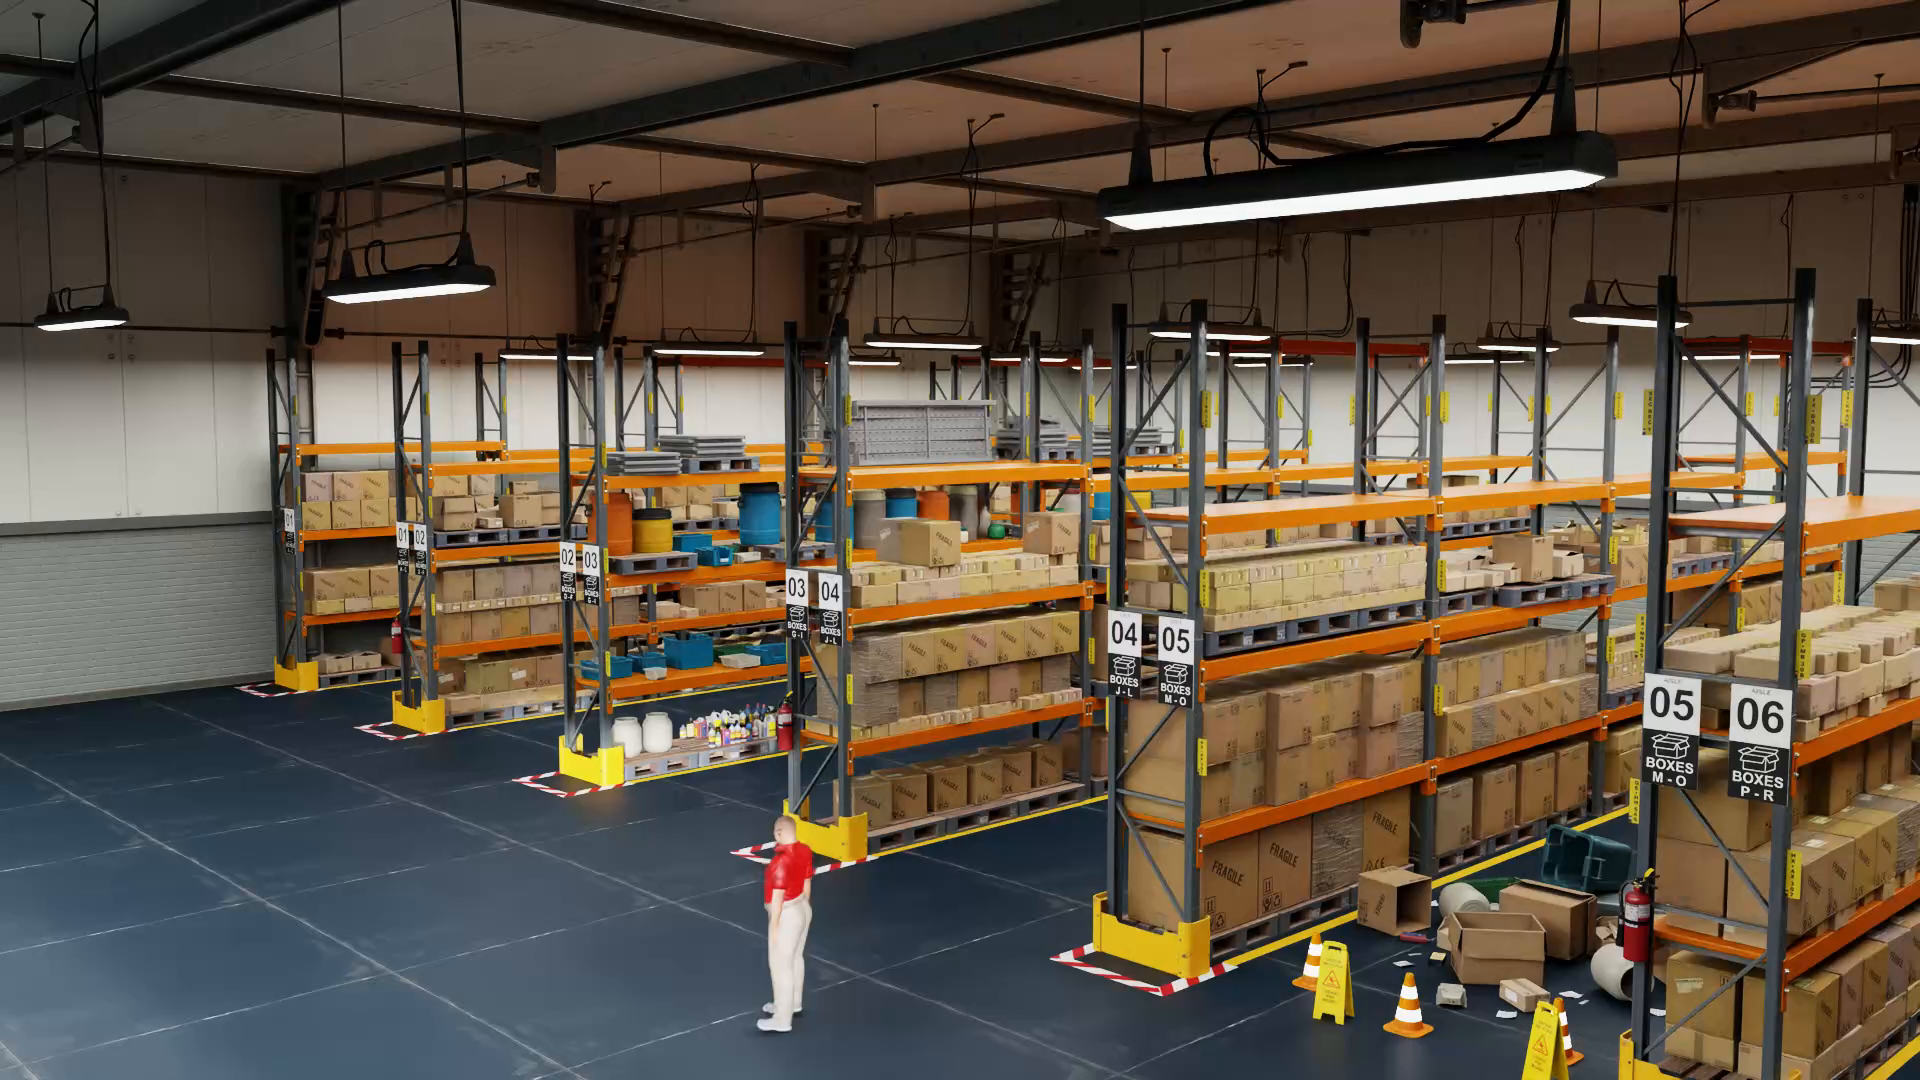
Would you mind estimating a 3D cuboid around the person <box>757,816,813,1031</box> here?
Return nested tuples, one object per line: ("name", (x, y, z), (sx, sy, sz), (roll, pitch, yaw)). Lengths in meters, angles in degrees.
("person", (-1.471, 3.117, 13.702), (0.454, 1.726, 0.598), (1, 5, 15))
